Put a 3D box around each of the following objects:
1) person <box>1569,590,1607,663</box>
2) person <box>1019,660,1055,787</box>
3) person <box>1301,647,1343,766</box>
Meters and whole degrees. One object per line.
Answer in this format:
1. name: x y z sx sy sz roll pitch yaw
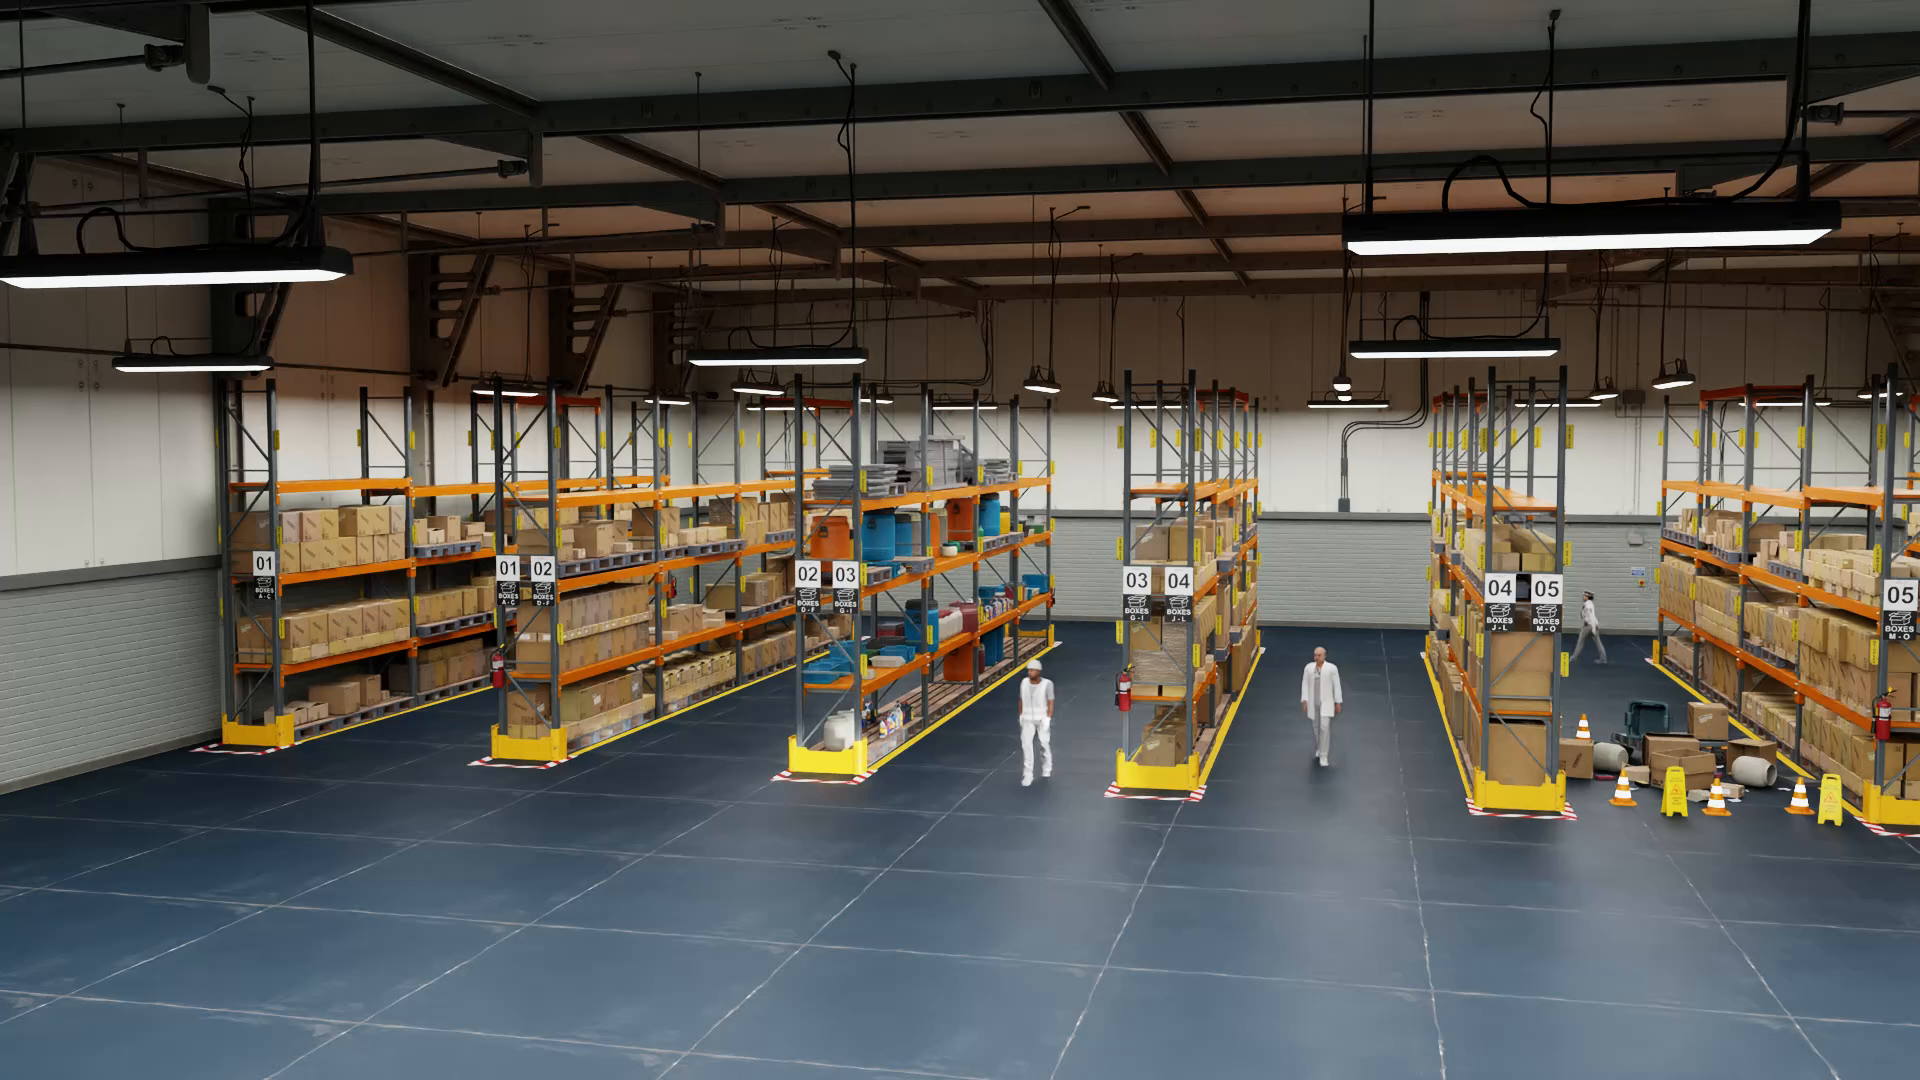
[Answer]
1. person: 14.088 1.927 37.308 0.909 1.628 0.463 3 5 44
2. person: 1.093 2.657 24.377 0.588 1.793 0.832 1 4 20
3. person: 5.630 2.583 25.977 0.616 1.827 0.791 3 4 38
